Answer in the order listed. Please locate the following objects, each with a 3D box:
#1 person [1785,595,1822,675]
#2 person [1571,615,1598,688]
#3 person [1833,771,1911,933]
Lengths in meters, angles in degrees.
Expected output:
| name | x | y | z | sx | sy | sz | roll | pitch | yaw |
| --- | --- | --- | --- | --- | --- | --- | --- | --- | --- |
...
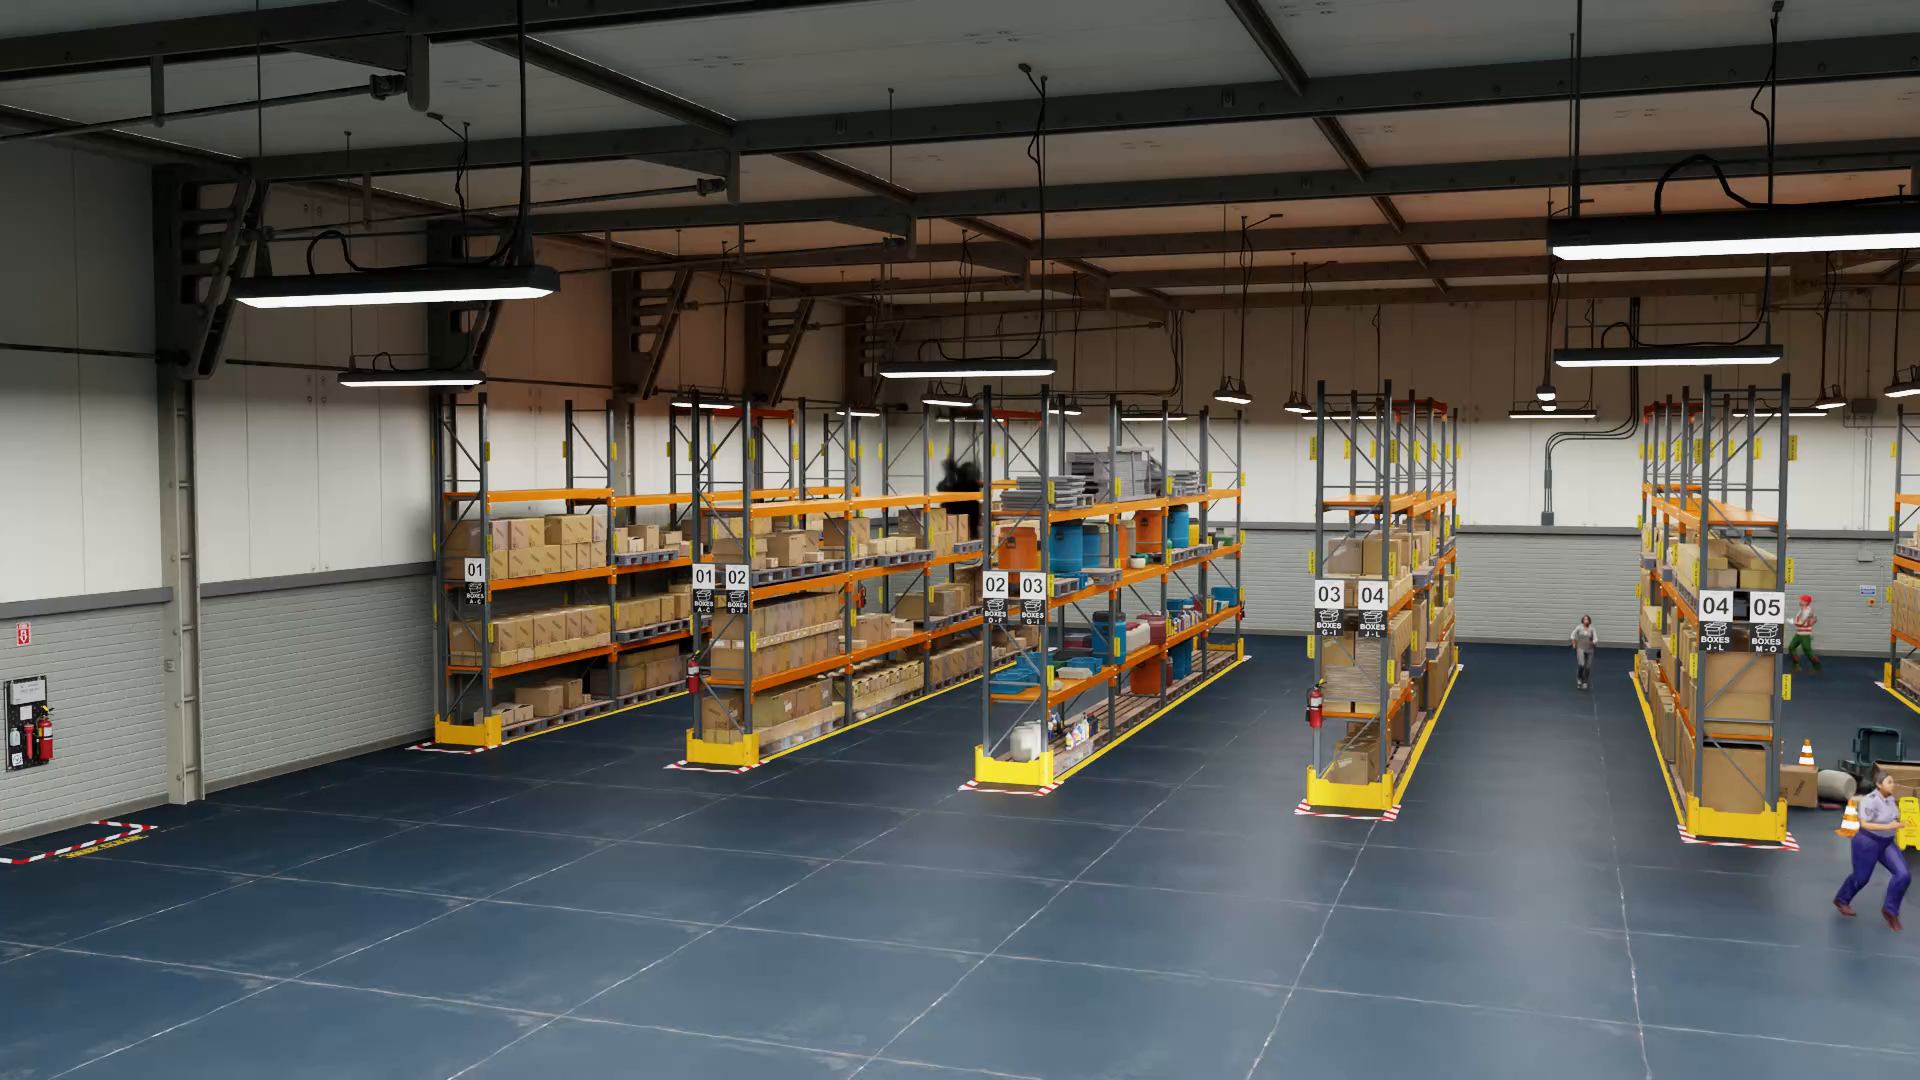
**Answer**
| name | x | y | z | sx | sy | sz | roll | pitch | yaw |
| --- | --- | --- | --- | --- | --- | --- | --- | --- | --- |
| person | 18.769 | 2.138 | 37.007 | 0.772 | 1.844 | 0.649 | 1 | 3 | 20 |
| person | 13.085 | 2.344 | 34.836 | 0.510 | 1.560 | 0.633 | 1 | 3 | 13 |
| person | 9.631 | 3.263 | 17.564 | 0.626 | 1.672 | 0.827 | -1 | 3 | -24 |
